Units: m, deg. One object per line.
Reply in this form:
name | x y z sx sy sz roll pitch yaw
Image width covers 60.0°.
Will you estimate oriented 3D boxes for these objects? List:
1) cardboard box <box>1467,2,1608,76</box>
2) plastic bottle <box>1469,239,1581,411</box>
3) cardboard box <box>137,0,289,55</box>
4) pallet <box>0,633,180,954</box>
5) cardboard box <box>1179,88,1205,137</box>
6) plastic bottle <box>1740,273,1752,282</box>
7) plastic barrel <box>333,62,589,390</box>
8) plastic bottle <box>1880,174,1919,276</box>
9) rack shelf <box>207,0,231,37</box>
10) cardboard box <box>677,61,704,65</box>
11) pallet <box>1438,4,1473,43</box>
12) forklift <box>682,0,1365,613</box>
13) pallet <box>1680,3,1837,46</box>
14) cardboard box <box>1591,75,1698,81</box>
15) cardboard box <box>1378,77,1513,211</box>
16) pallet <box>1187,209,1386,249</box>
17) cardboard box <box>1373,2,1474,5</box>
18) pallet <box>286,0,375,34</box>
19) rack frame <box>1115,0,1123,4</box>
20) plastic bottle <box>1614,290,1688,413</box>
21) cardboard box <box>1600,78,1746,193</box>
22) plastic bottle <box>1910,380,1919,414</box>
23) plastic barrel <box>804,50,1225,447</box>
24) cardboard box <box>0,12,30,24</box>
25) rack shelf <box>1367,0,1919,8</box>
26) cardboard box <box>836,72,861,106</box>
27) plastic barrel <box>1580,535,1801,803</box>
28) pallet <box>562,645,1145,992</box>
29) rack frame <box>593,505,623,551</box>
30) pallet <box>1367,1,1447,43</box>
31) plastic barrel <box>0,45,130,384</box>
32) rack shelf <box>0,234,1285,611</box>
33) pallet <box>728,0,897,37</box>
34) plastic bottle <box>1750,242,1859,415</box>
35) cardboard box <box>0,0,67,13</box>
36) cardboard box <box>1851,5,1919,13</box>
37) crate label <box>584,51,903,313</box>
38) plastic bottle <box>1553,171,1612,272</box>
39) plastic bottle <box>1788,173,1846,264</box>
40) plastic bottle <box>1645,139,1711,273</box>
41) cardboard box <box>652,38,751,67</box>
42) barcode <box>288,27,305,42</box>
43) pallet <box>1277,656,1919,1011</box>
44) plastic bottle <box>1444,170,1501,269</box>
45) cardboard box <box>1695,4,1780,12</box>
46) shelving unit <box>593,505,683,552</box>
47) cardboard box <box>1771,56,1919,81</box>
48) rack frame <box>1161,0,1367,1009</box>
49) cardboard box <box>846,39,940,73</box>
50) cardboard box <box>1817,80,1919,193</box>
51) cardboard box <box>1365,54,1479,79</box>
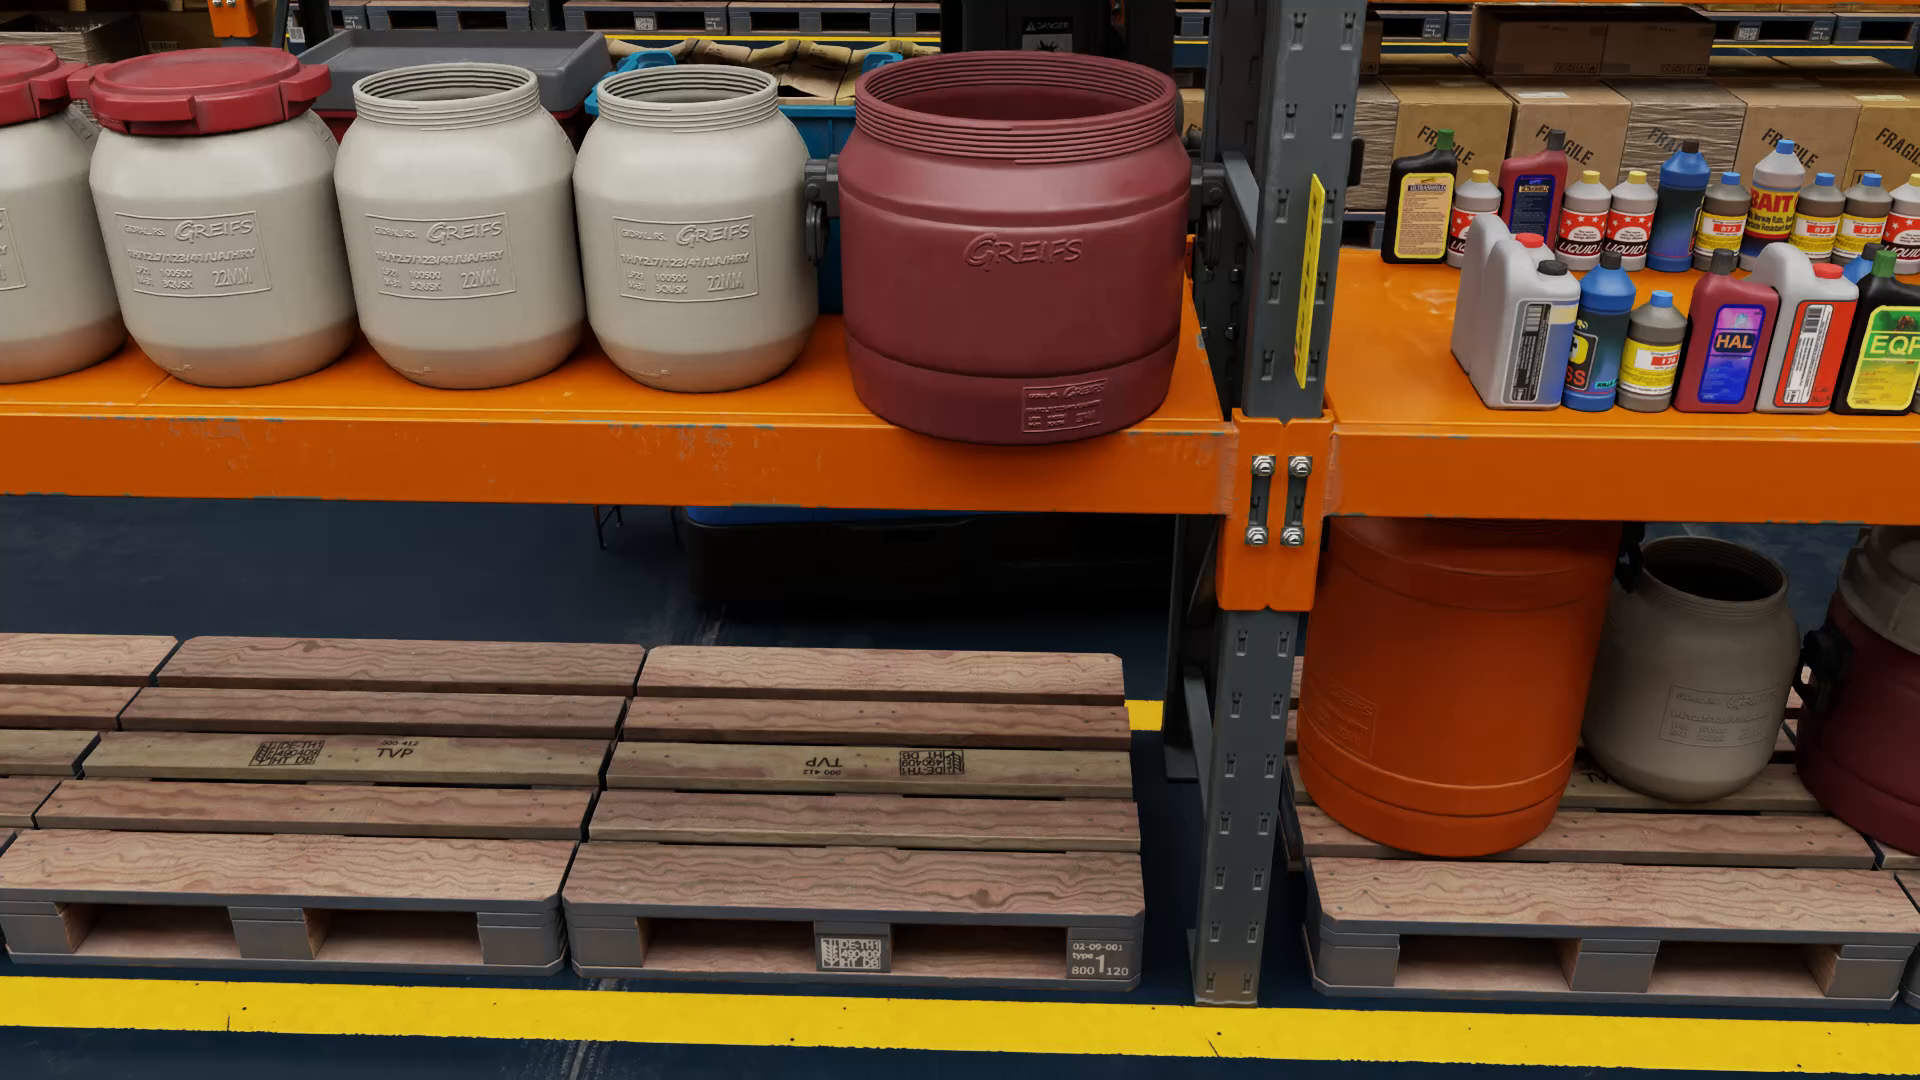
cardboard box | 2.767 -2.414 8.000 0.500 0.250 0.500 0 28 1
plastic bottle | 0.987 -0.381 2.898 0.135 0.276 0.152 1 28 2
cardboard box | -3.705 -2.435 8.327 0.500 0.500 0.500 1 28 2
pallet | -2.645 0.567 3.956 1.213 0.211 1.003 1 28 2
cardboard box | 1.190 -1.861 7.758 0.500 0.500 0.500 2 28 4
plastic bottle | 1.435 -0.399 3.012 0.097 0.201 0.097 0 28 0
plastic barrel | -0.890 -0.567 2.999 0.421 0.512 0.421 0 28 0
plastic bottle | 2.012 -0.674 3.531 0.097 0.201 0.097 0 28 0
rack shelf | -5.252 -2.694 7.897 4.000 0.370 1.077 1 28 2
cardboard box | -1.312 -2.049 7.801 0.500 0.311 0.500 2 28 3
pallet | 4.140 -3.911 12.402 1.213 0.211 1.003 1 28 2
forklift | 0.680 -1.358 4.683 3.031 2.935 1.130 -2 28 -5
pallet | 5.671 -3.884 12.351 1.213 0.211 1.003 1 28 2
cardboard box | 3.235 -2.074 8.159 0.500 0.500 0.500 1 28 2
cardboard box | 2.214 -1.845 7.726 0.500 0.500 0.500 1 28 1
pallet | 1.490 -1.650 8.138 1.213 0.211 1.003 1 28 2
cardboard box | 3.371 -4.364 12.127 0.750 0.750 0.750 2 28 3
pallet | -4.977 -4.079 12.719 1.213 0.211 1.003 1 28 2
rack frame | 0.745 -2.913 7.542 0.127 3.000 1.000 1 28 2
plastic bottle | 1.199 -0.332 2.885 0.097 0.201 0.097 0 28 0
cardboard box | 3.244 -1.831 7.701 0.500 0.500 0.500 1 28 2
plastic bottle | 1.698 -0.323 2.869 0.097 0.201 0.097 0 28 0
plastic barrel | 0.092 -0.520 2.883 0.708 0.536 0.600 1 28 2
cardboard box | -4.723 -2.206 7.896 0.500 0.500 0.500 1 28 2
rack shelf | 2.744 -2.562 7.648 4.000 0.370 1.077 1 28 2
cardboard box | -0.307 -2.030 7.765 0.500 0.311 0.500 1 28 1
plastic barrel | 1.623 0.287 3.714 0.421 0.512 0.421 0 28 0
pallet | -0.207 0.607 3.880 1.213 0.211 1.003 1 28 2
rack frame | -1.133 -0.476 5.027 0.008 1.050 0.200 1 28 8
pallet | 2.917 -3.930 12.437 1.213 0.211 1.003 1 28 2
plastic barrel | -1.750 -0.590 3.015 0.433 0.535 0.433 0 28 0
rack shelf | -1.433 -0.309 3.399 4.000 0.370 1.077 1 28 2
pallet | -1.081 -4.034 12.635 1.213 0.211 1.003 1 28 2
plastic bottle | 1.450 -0.373 2.884 0.135 0.276 0.152 1 28 2
cardboard box | -4.705 -2.451 8.358 0.500 0.500 0.500 1 28 2
cardboard box | 6.672 -4.167 12.128 0.500 0.500 0.700 2 28 3
crate label | -0.417 -0.753 3.430 0.616 0.435 0.502 1 28 2
plastic bottle | 1.331 -0.685 3.552 0.097 0.201 0.097 0 28 0
plastic bottle | 1.817 -0.677 3.537 0.097 0.201 0.097 0 28 0
plastic bottle | 1.525 -0.713 3.529 0.097 0.271 0.097 0 28 0
cardboard box | -1.317 -2.300 8.274 0.500 0.311 0.500 1 28 1
barcode | -3.012 -2.294 7.548 0.075 0.075 0.001 1 28 2
pallet | 1.356 0.631 3.833 1.213 0.211 1.003 1 28 2
plastic bottle | 1.100 -0.689 3.559 0.097 0.201 0.097 0 28 0
cardboard box | 5.657 -4.186 12.164 0.500 0.500 0.700 1 28 2
shelving unit | -1.012 -0.475 5.010 0.252 1.050 0.215 1 28 8
cardboard box | 4.267 -2.058 8.130 0.500 0.500 0.500 0 28 -1
rack frame | 0.566 -0.594 3.168 0.127 3.000 1.000 1 28 2
cardboard box | -0.294 -2.282 8.241 0.500 0.311 0.500 0 28 1
cardboard box | 4.239 -1.810 7.662 0.500 0.500 0.500 1 28 2
cardboard box | 2.205 -2.088 8.186 0.500 0.500 0.500 0 28 0
